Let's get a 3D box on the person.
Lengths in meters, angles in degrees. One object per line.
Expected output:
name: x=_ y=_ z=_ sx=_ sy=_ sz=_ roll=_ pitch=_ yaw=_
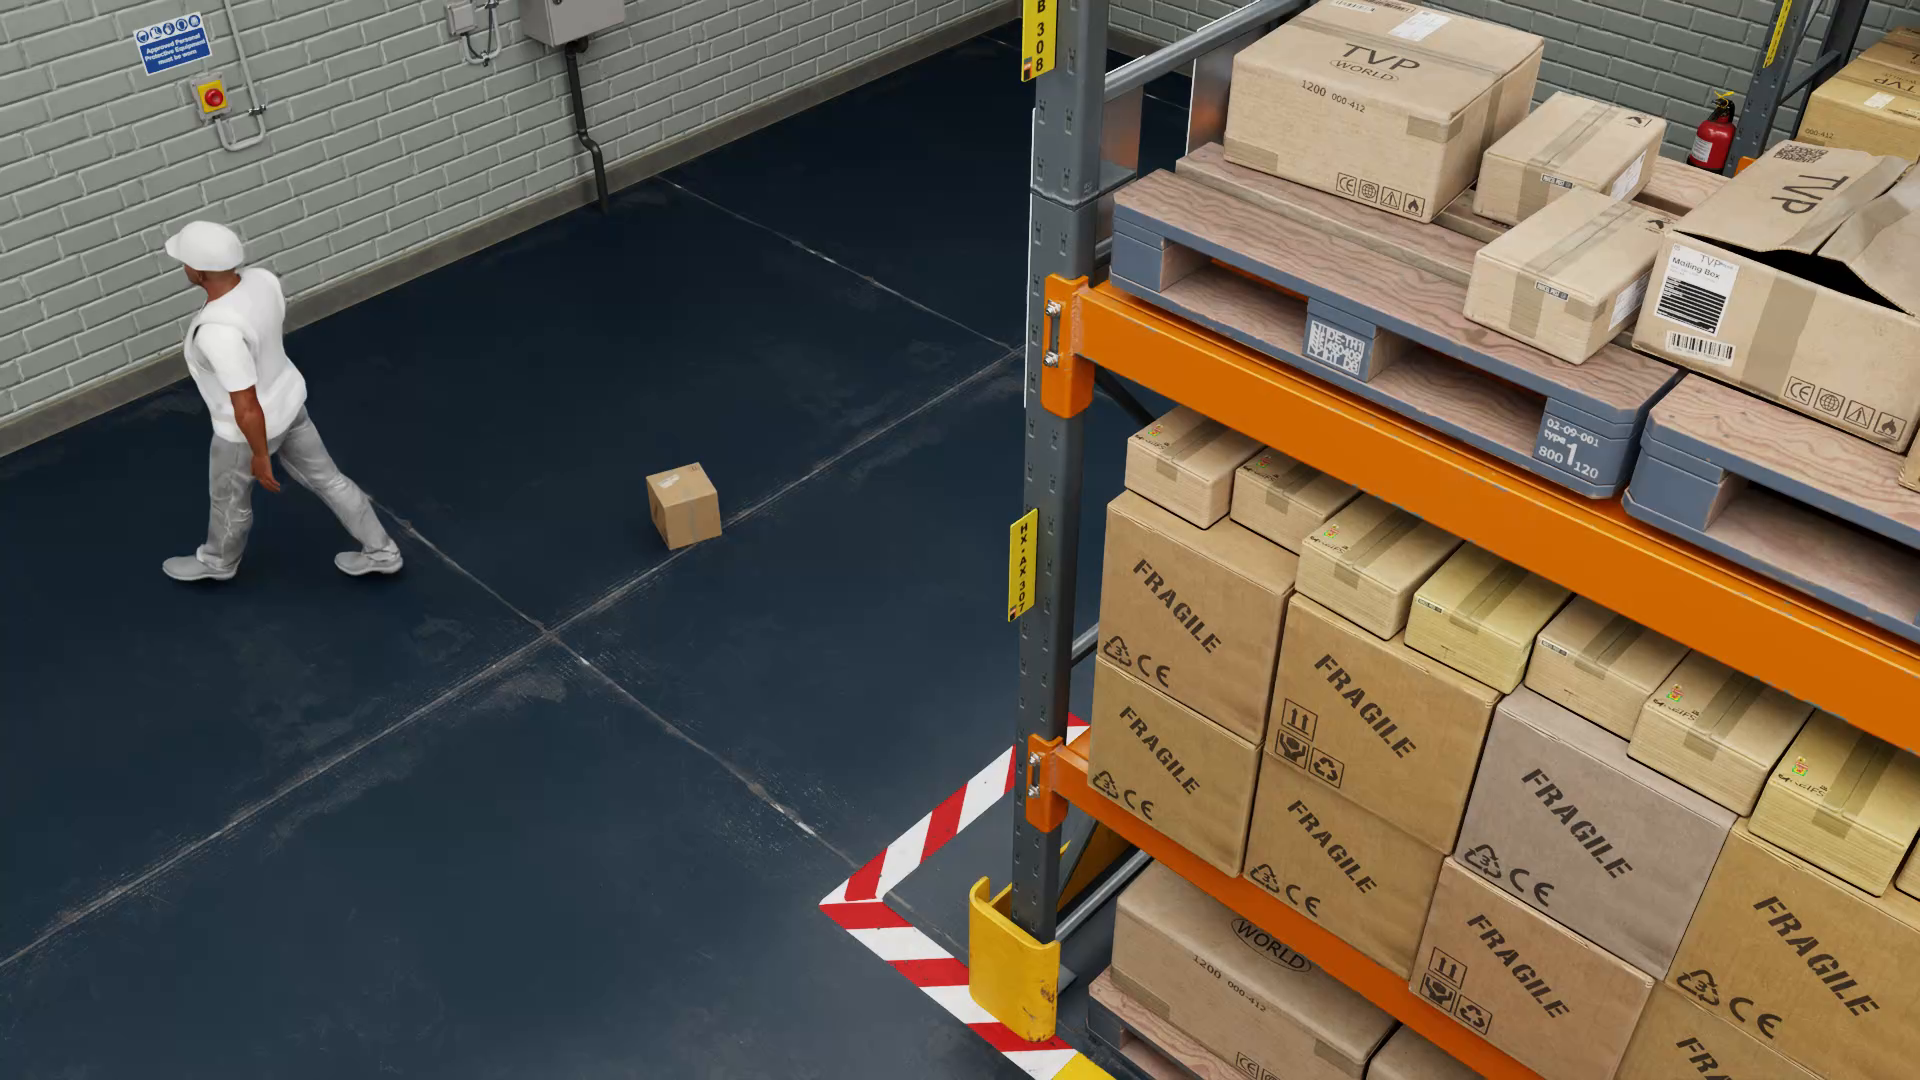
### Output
person: x=-2.940 y=-0.551 z=6.794 sx=1.028 sy=1.710 sz=0.621 roll=6 pitch=39 yaw=7
